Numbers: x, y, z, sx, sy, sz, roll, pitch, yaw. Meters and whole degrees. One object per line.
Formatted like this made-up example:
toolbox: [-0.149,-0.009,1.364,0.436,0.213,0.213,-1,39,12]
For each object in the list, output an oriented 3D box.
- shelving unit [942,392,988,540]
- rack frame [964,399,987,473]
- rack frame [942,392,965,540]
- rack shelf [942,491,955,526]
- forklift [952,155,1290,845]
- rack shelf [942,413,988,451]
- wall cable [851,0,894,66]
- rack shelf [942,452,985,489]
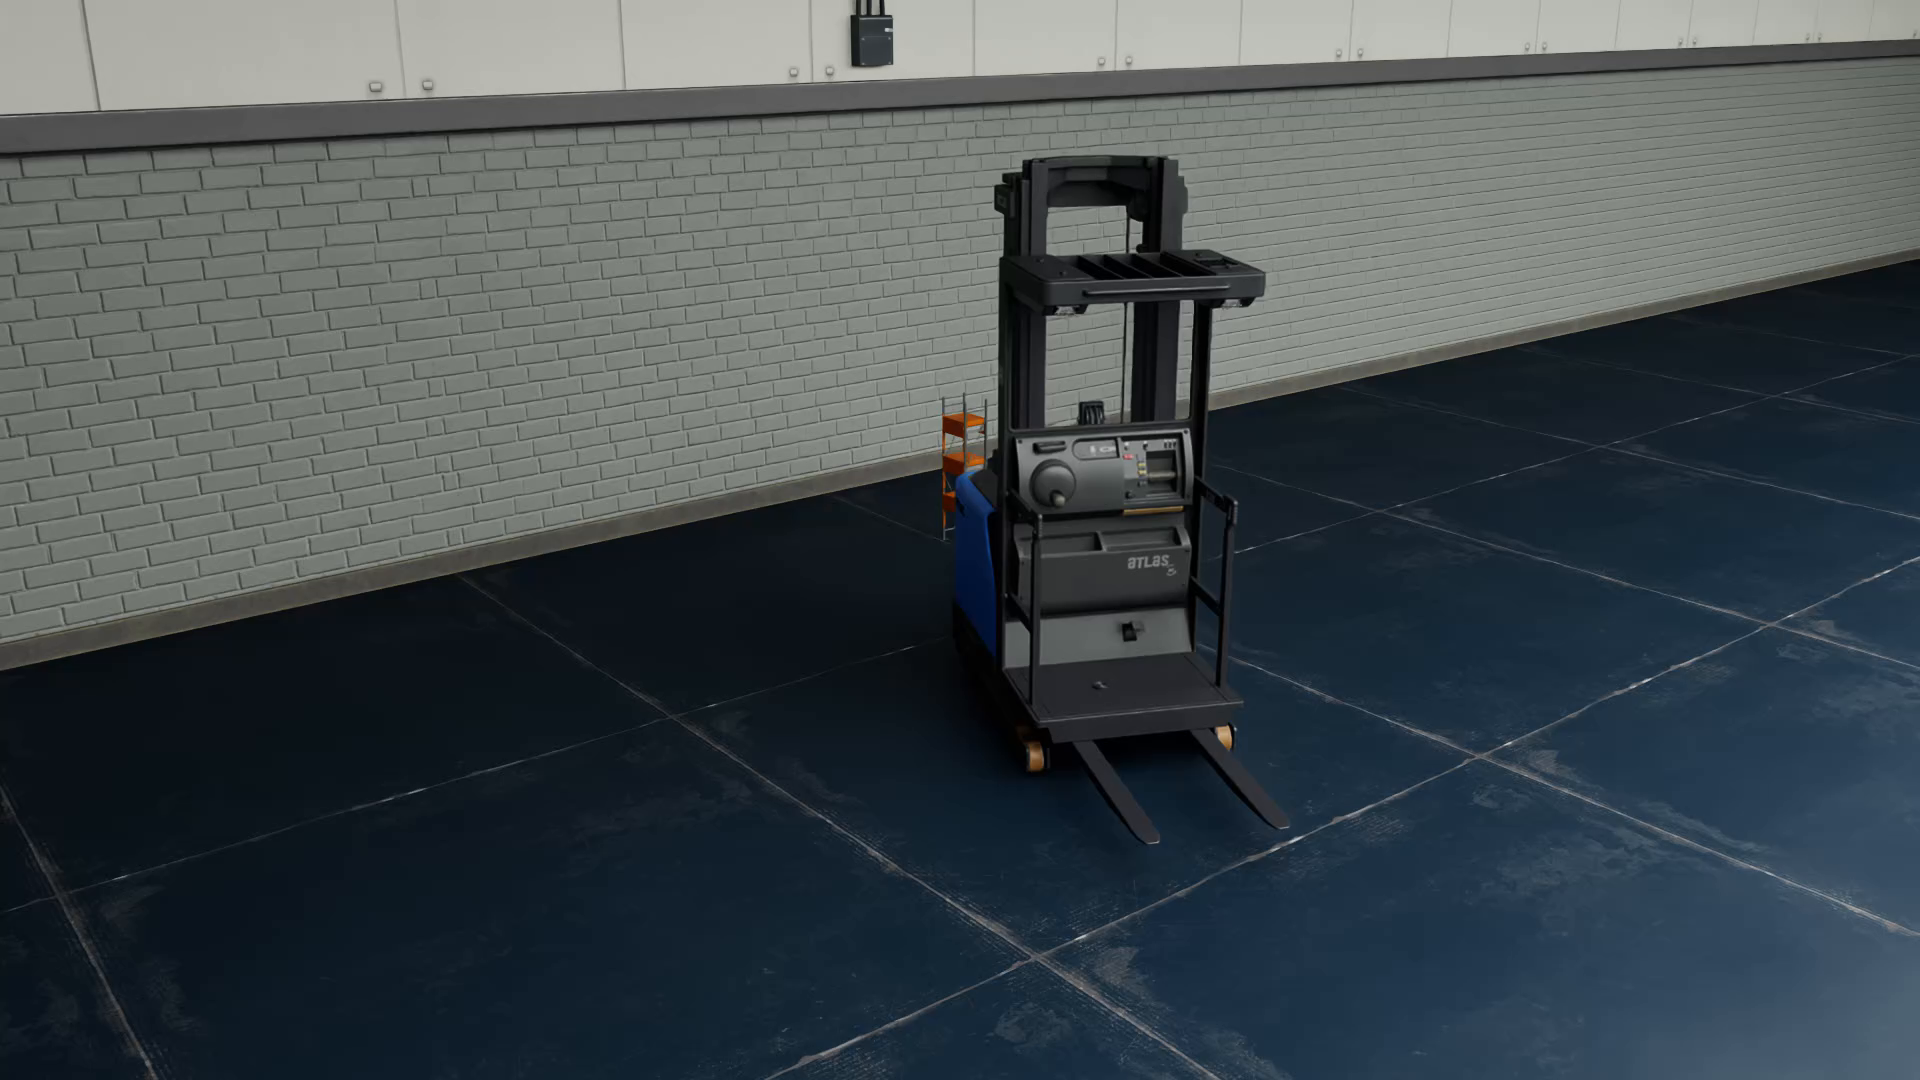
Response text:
shelving unit: [0.033,-0.485,11.658,0.215,1.050,0.252,-14,23,-36]
rack frame: [0.109,-0.455,11.567,0.200,1.050,0.008,-14,23,-36]
rack frame: [-0.043,-0.515,11.748,0.200,1.050,0.008,-14,23,-36]
rack shelf: [0.033,-0.211,11.748,0.215,0.259,0.240,-14,23,-36]
forklift: [0.788,-0.353,8.265,1.130,2.935,3.031,-4,19,-12]
rack shelf: [0.033,-0.745,11.572,0.215,0.259,0.240,-14,23,-36]
wall cable: [0.153,-6.530,11.859,2.305,6.003,0.169,-14,23,-36]
rack shelf: [0.033,-0.475,11.661,0.215,0.259,0.240,-14,23,-36]
